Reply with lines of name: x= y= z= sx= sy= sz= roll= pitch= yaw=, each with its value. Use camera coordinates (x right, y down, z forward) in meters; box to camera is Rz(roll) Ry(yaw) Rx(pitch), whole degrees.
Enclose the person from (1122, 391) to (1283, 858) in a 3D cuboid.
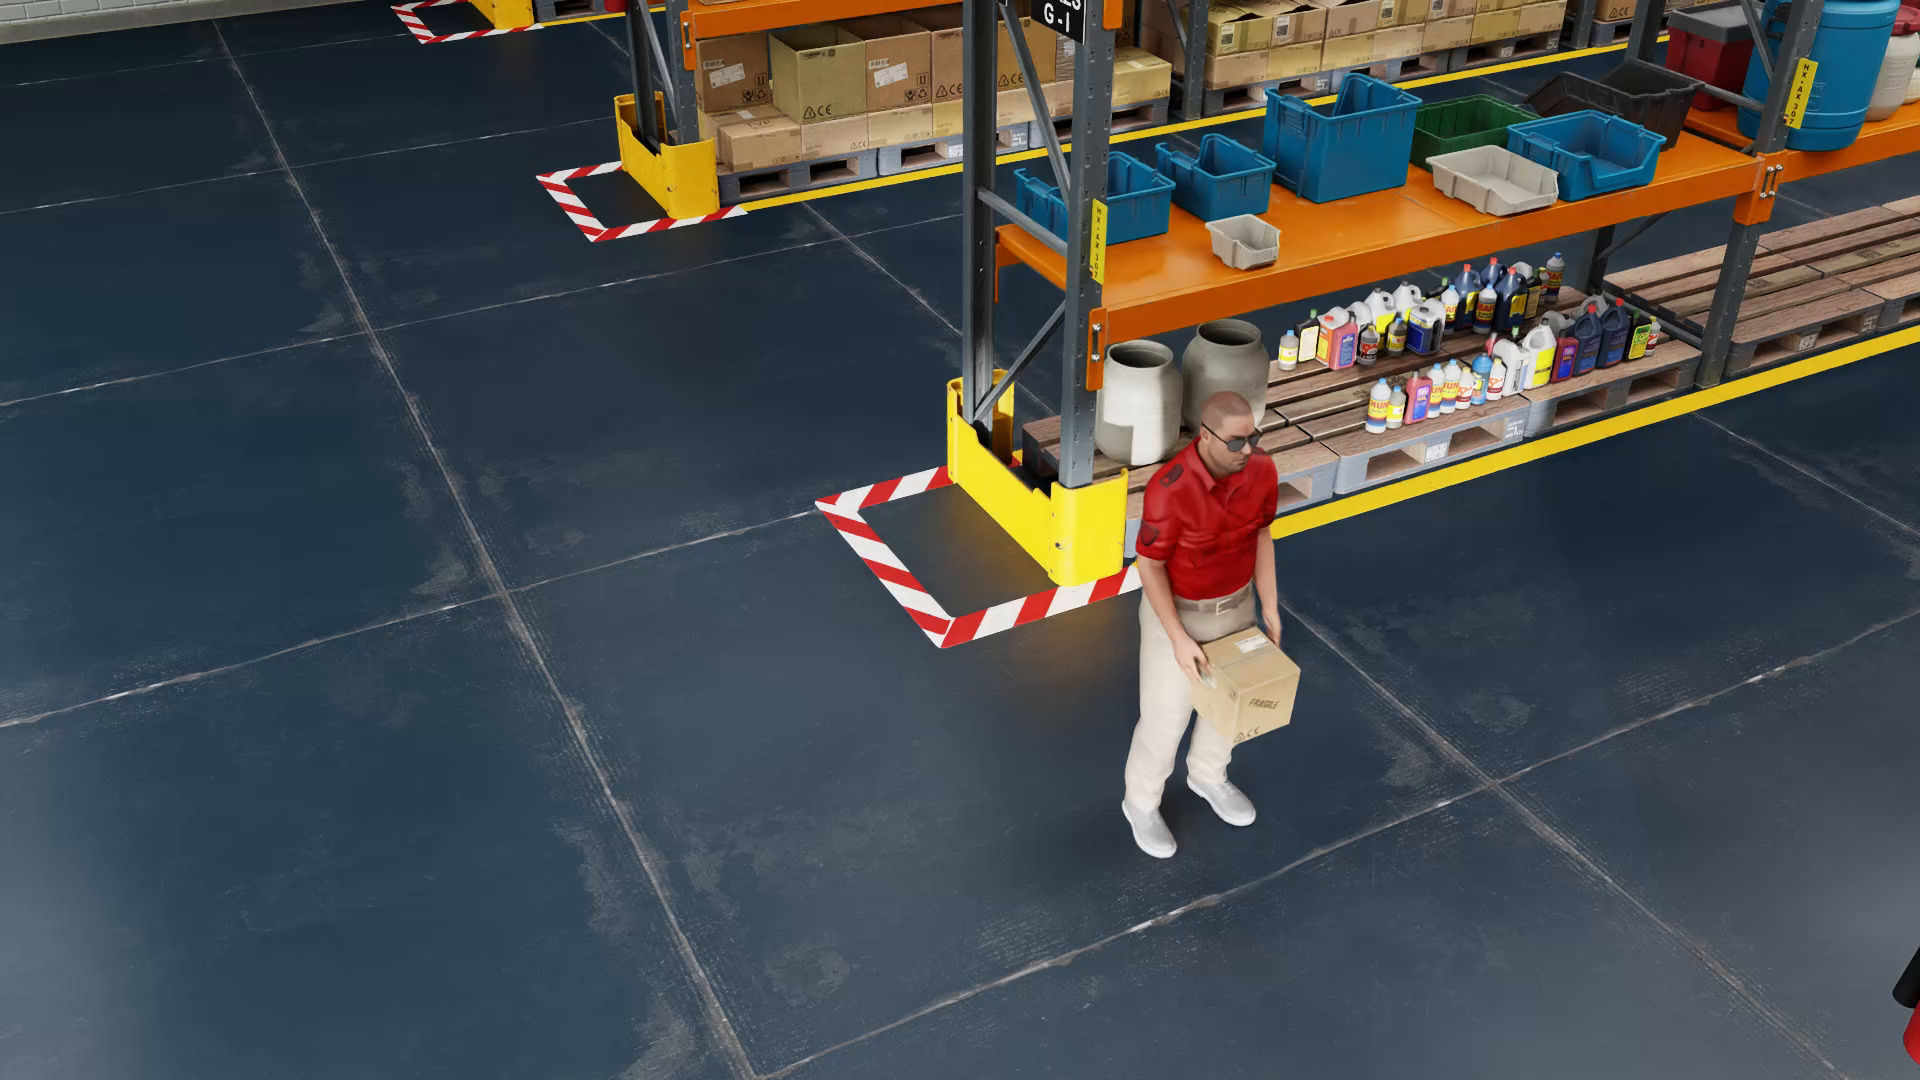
person: x=0.848 y=0.277 z=5.716 sx=0.543 sy=1.733 sz=0.418 roll=-17 pitch=36 yaw=-24
